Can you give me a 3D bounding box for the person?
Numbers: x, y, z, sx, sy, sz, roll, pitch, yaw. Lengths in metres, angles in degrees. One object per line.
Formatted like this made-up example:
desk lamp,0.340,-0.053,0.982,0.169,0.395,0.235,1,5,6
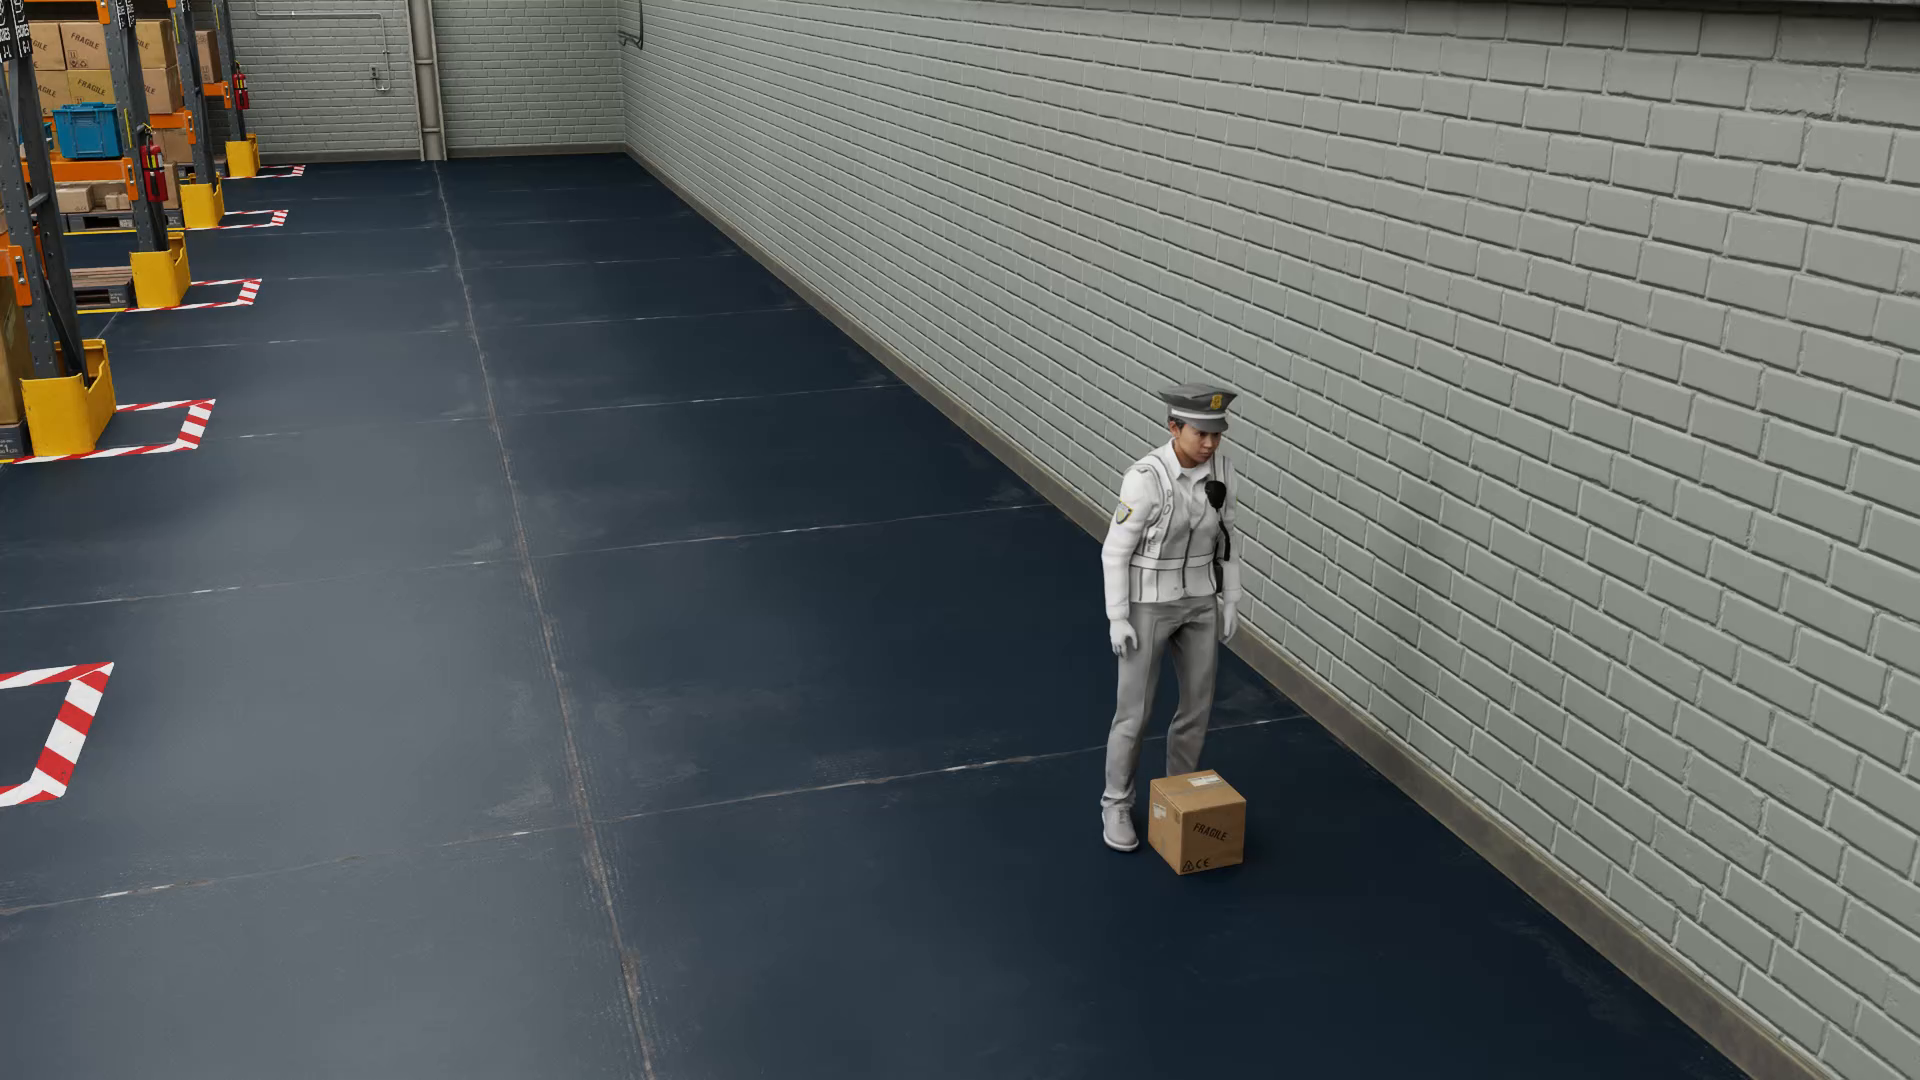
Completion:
person,0.747,0.252,5.845,0.547,1.663,0.375,-8,21,-21
